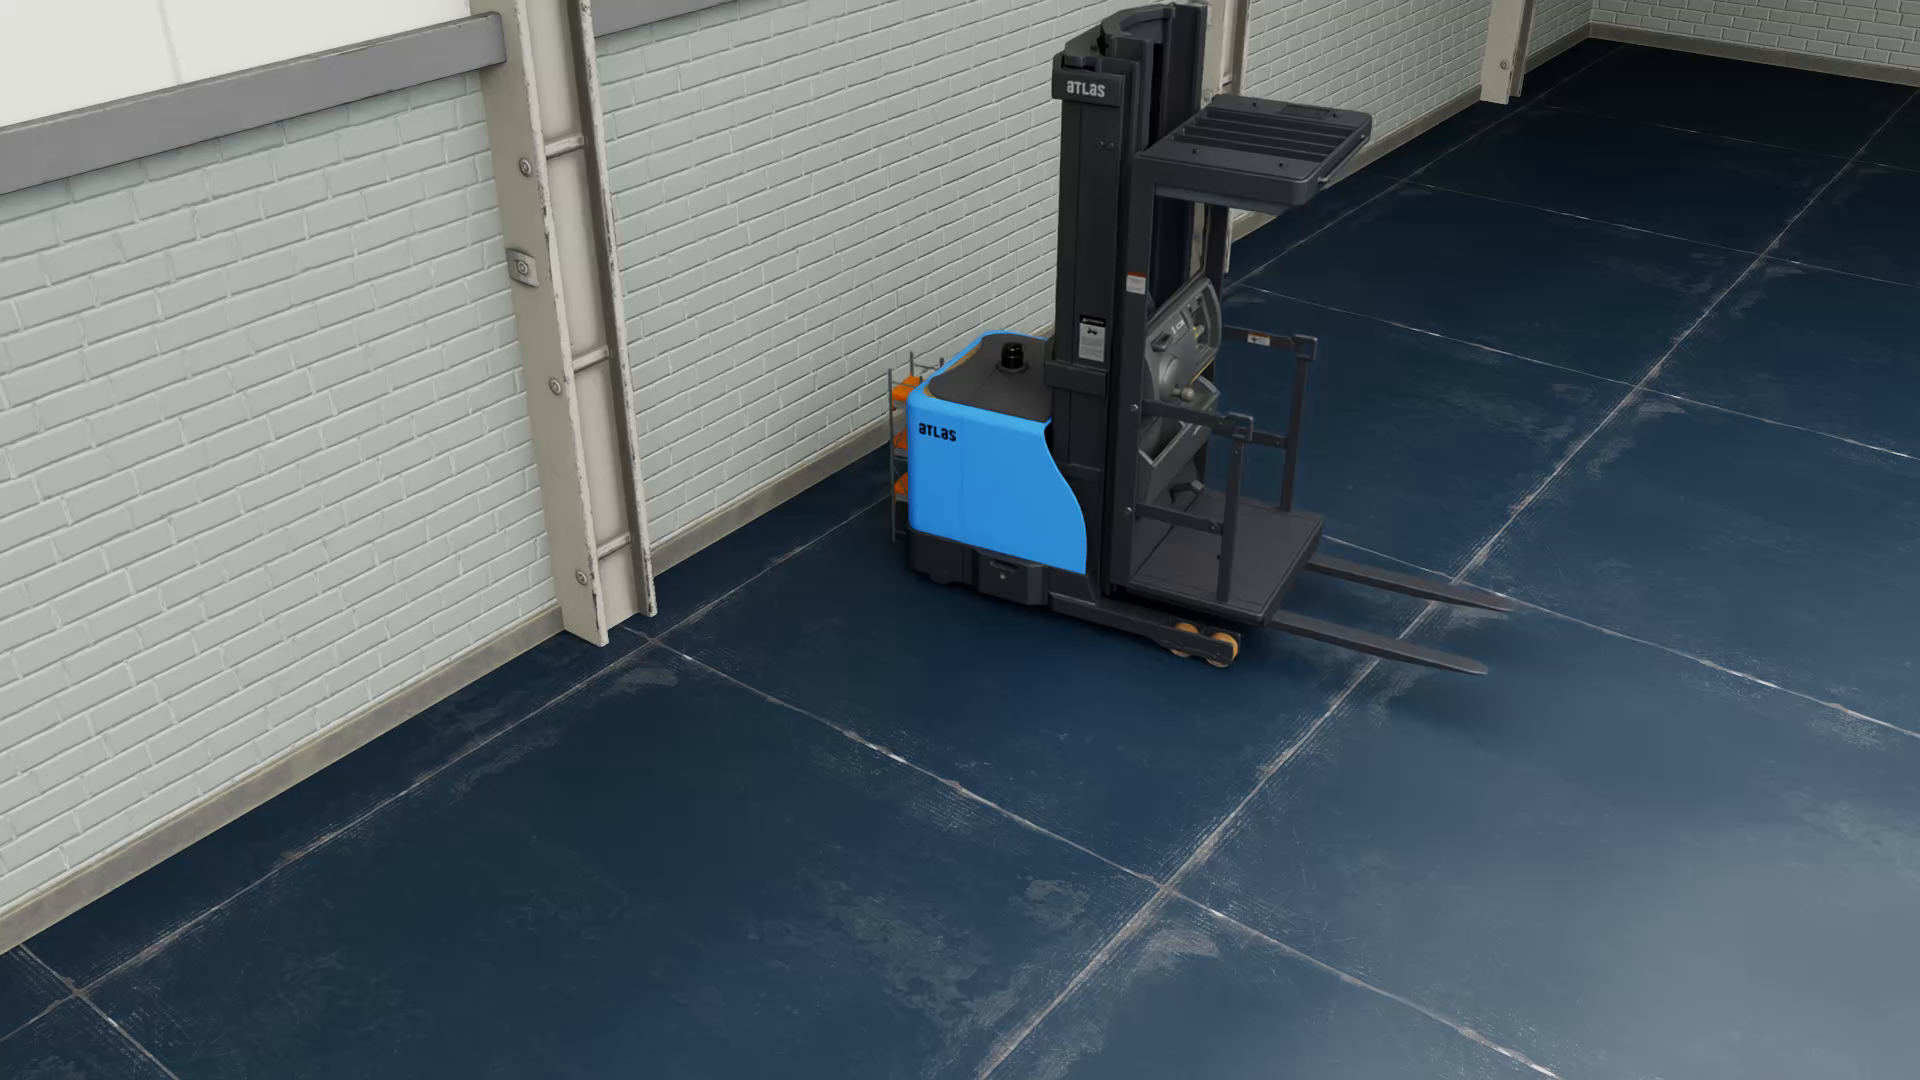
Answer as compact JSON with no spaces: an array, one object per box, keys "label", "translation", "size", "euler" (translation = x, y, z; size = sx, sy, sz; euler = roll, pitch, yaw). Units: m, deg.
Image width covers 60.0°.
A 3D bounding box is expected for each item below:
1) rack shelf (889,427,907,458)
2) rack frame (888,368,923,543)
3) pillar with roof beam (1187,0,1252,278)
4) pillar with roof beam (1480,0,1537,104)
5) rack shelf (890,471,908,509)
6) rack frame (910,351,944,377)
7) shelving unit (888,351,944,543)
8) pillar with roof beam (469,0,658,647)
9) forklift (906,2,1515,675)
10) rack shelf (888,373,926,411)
[{"label":"rack shelf","translation":[-0.231,-0.470,9.033],"size":[0.215,0.259,0.240],"euler":[14,33,22]},{"label":"rack frame","translation":[-0.285,-0.423,8.934],"size":[0.200,1.050,0.008],"euler":[14,33,22]},{"label":"pillar with roof beam","translation":[5.250,-4.576,8.145],"size":[9.100,9.000,0.400],"euler":[21,37,31]},{"label":"pillar with roof beam","translation":[8.872,-7.015,12.260],"size":[9.100,9.000,0.400],"euler":[21,37,31]},{"label":"rack shelf","translation":[-0.231,-0.231,9.175],"size":[0.215,0.259,0.240],"euler":[14,33,22]},{"label":"rack frame","translation":[-0.177,-0.534,9.122],"size":[0.200,1.050,0.008],"euler":[14,33,22]},{"label":"shelving unit","translation":[-0.231,-0.479,9.028],"size":[0.215,1.050,0.252],"euler":[14,33,22]},{"label":"pillar with roof beam","translation":[1.628,-2.137,4.030],"size":[9.100,9.000,0.400],"euler":[21,37,31]},{"label":"forklift","translation":[1.262,-0.946,7.971],"size":[3.031,2.935,1.130],"euler":[15,34,23]},{"label":"rack shelf","translation":[-0.231,-0.714,8.889],"size":[0.215,0.259,0.240],"euler":[14,33,22]}]
